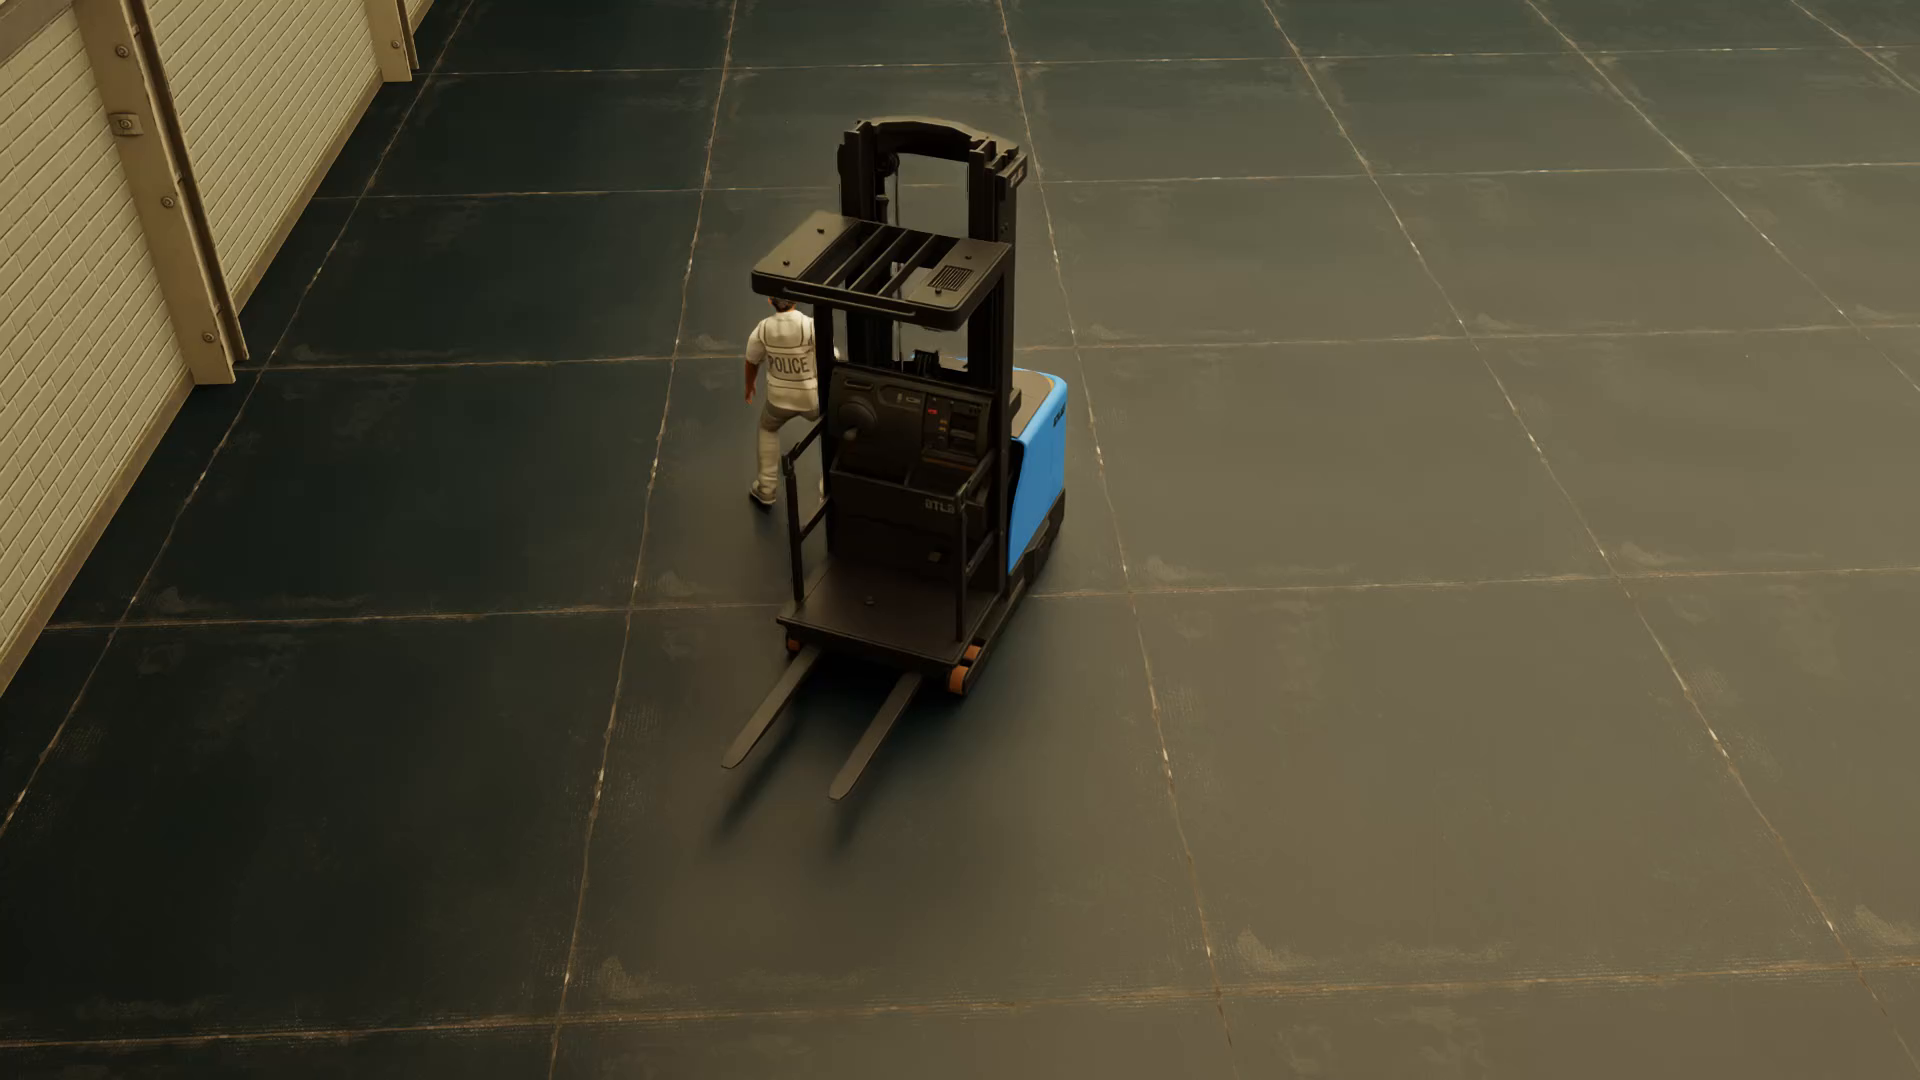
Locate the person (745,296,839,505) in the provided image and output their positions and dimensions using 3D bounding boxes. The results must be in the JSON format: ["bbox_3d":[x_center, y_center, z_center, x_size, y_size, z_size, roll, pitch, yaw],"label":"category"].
[{"bbox_3d":[-0.981,-0.919,10.382,0.827,1.572,0.485,9,37,12],"label":"person"}]

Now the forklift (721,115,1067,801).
[{"bbox_3d":[-0.355,-0.600,8.835,1.130,2.935,3.031,13,38,17],"label":"forklift"}]
